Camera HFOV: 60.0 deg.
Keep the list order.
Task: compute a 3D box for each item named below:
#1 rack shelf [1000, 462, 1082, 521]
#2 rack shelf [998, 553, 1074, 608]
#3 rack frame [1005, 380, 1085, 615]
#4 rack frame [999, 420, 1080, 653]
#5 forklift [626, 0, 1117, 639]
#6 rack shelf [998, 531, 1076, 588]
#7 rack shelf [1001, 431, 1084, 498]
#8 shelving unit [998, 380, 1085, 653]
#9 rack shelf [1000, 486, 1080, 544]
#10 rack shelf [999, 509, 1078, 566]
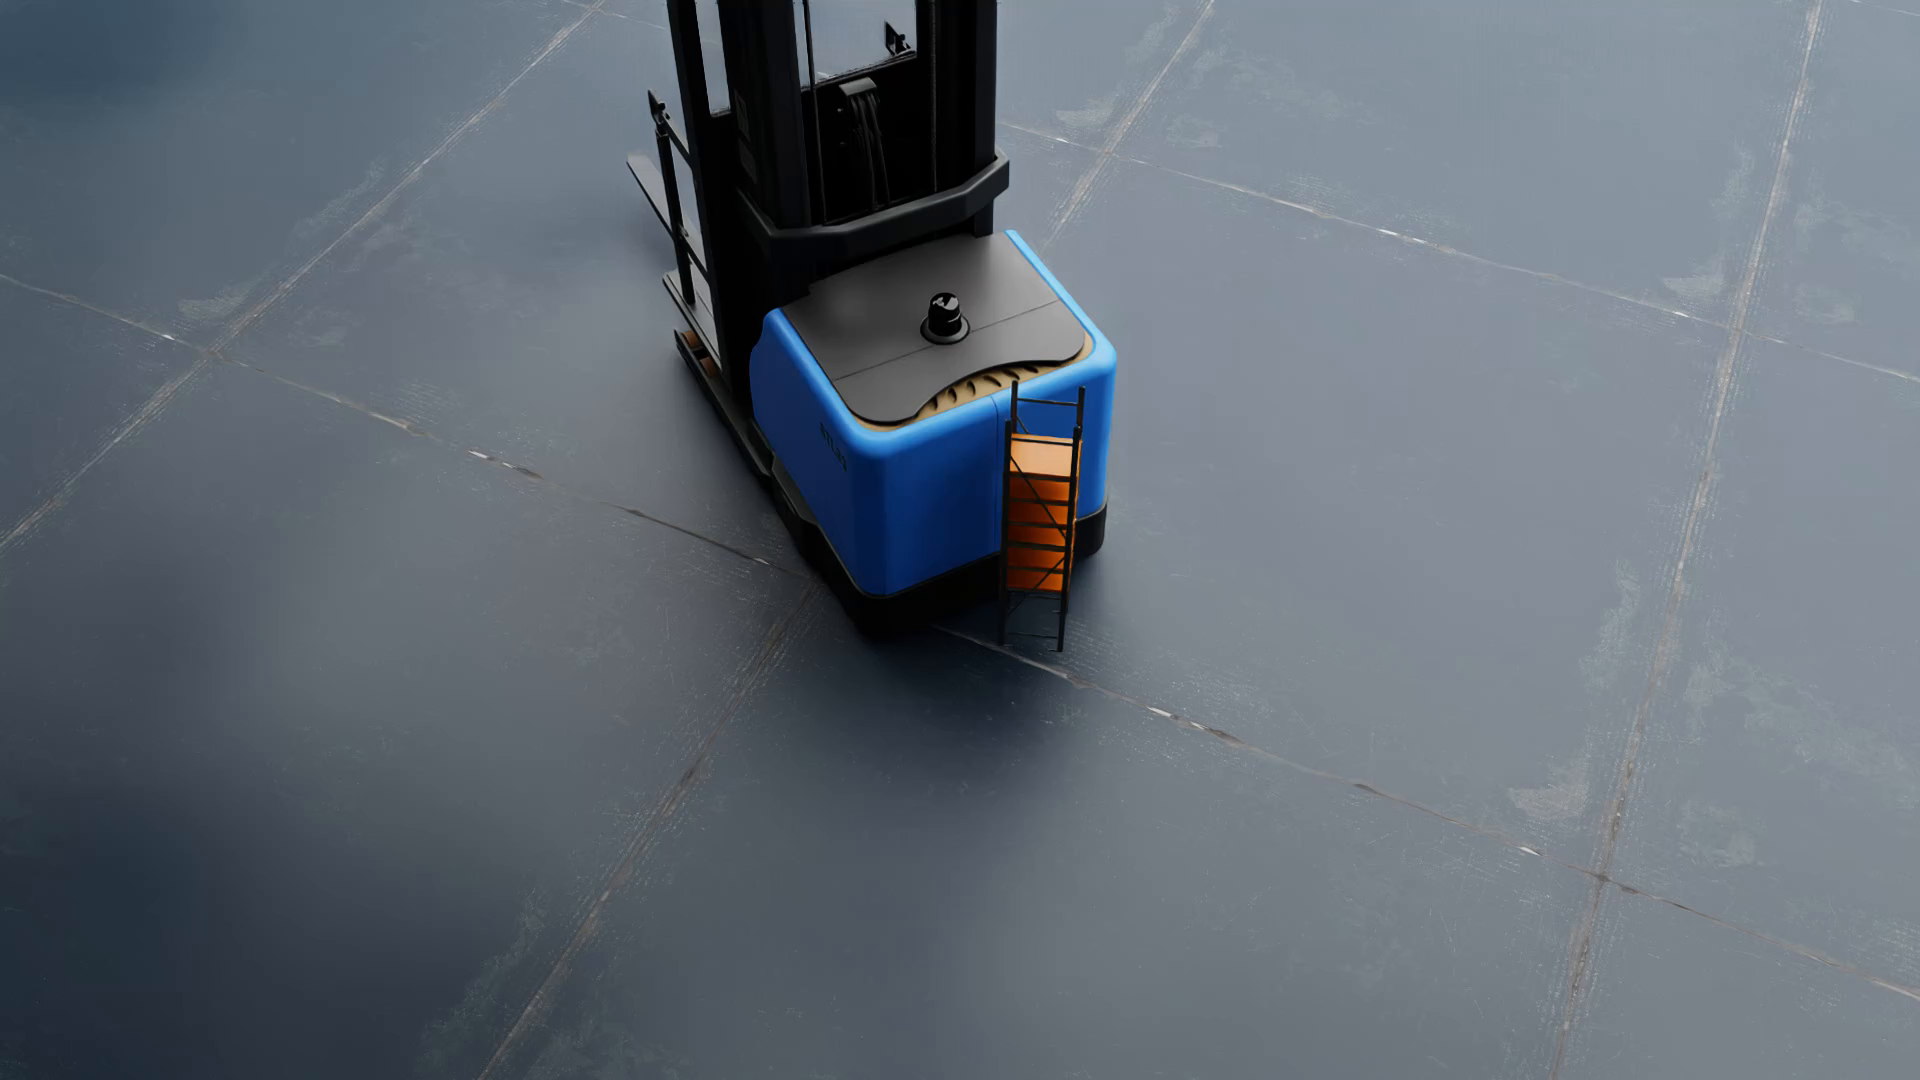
[{"bbox_3d":[0.276,-0.177,5.671,0.258,0.103,0.180,6,50,5],"label":"rack shelf"},{"bbox_3d":[0.276,0.134,6.037,0.258,0.103,0.180,6,50,5],"label":"rack shelf"},{"bbox_3d":[0.289,-0.120,5.879,0.240,1.200,0.006,6,50,5],"label":"rack frame"},{"bbox_3d":[0.264,0.018,5.762,0.240,1.200,0.006,6,50,5],"label":"rack frame"},{"bbox_3d":[-0.569,-1.716,6.101,1.130,2.935,3.031,-22,53,-17],"label":"forklift"},{"bbox_3d":[0.276,0.056,5.946,0.258,0.103,0.180,6,50,5],"label":"rack shelf"},{"bbox_3d":[0.276,-0.255,5.580,0.258,0.103,0.180,6,50,5],"label":"rack shelf"},{"bbox_3d":[0.276,-0.051,5.820,0.258,1.200,0.189,6,50,5],"label":"shelving unit"},{"bbox_3d":[0.276,-0.100,5.763,0.258,0.103,0.180,6,50,5],"label":"rack shelf"},{"bbox_3d":[0.276,-0.022,5.854,0.258,0.103,0.180,6,50,5],"label":"rack shelf"}]
